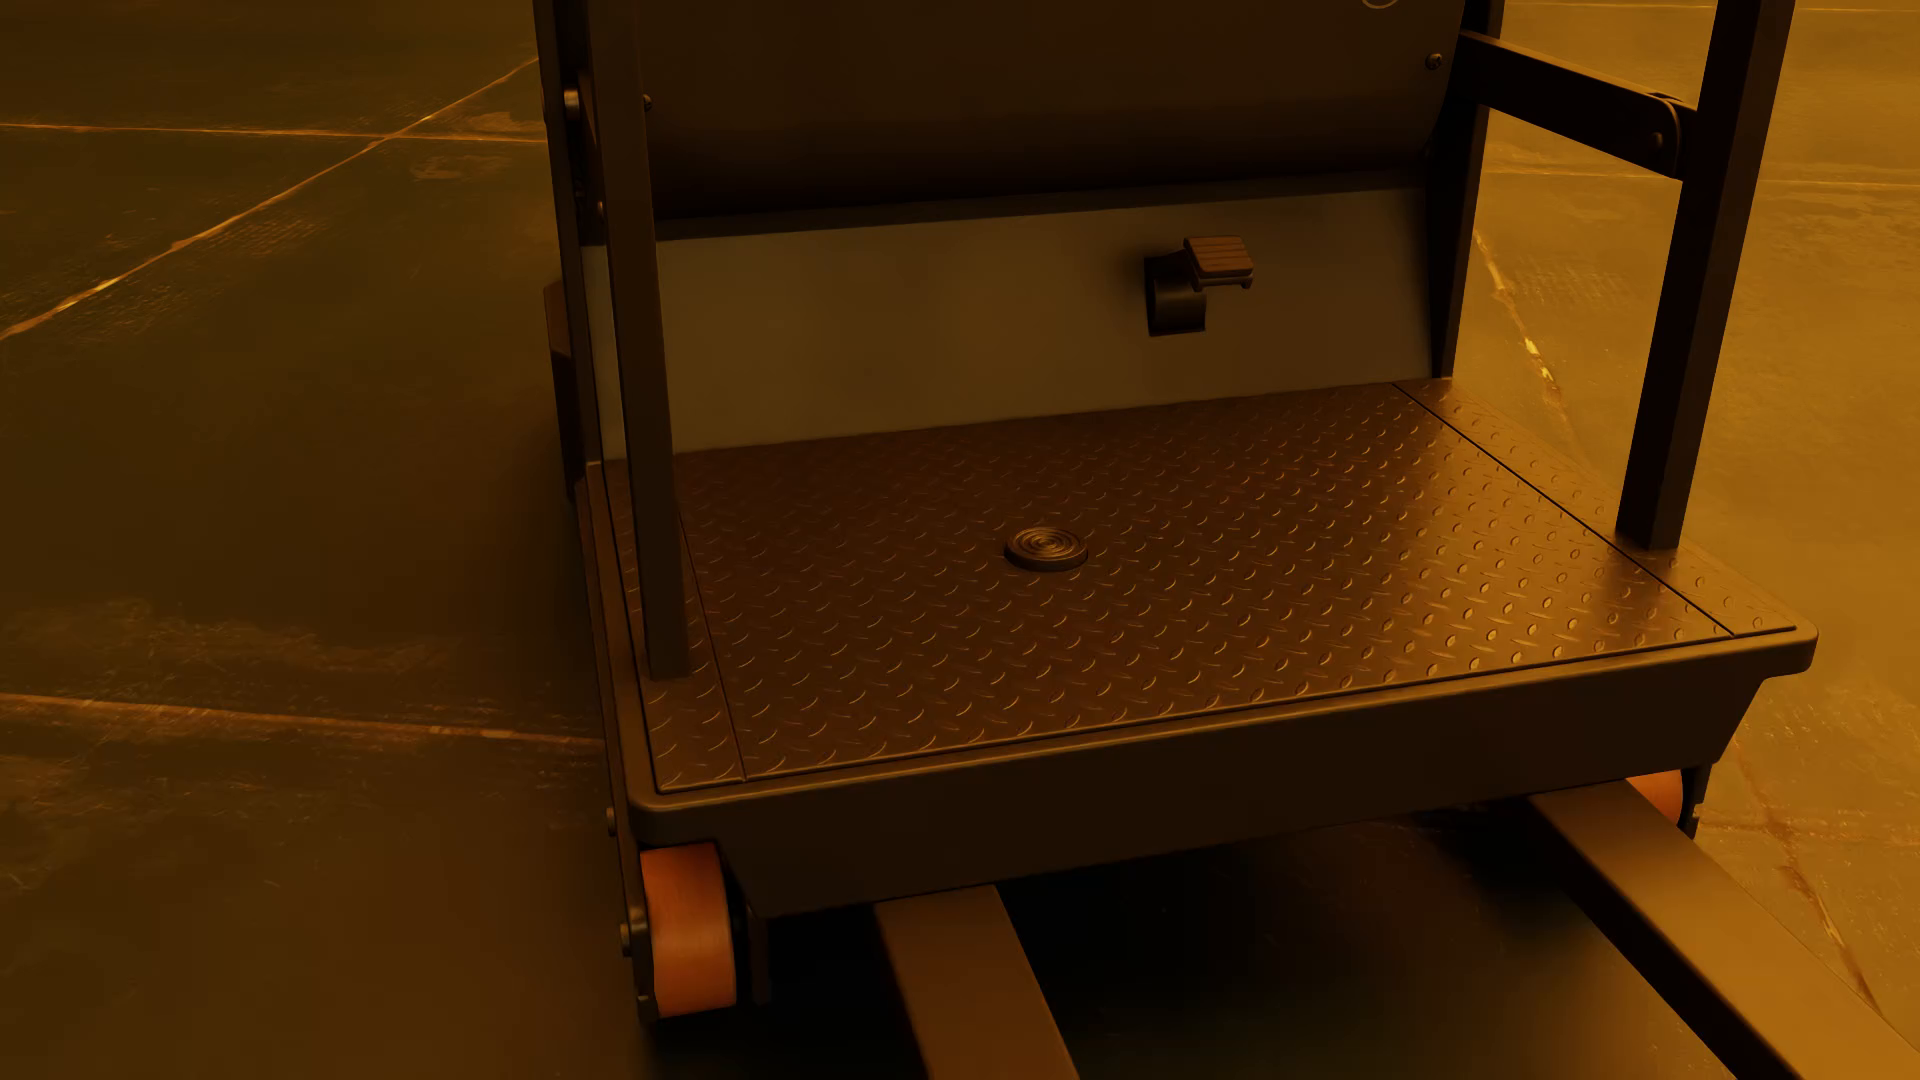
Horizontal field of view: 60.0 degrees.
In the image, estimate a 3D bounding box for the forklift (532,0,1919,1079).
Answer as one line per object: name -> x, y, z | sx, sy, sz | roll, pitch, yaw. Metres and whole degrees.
forklift -> 0.153, -1.049, 1.319 | 1.130, 2.935, 3.031 | -7, 27, -13
